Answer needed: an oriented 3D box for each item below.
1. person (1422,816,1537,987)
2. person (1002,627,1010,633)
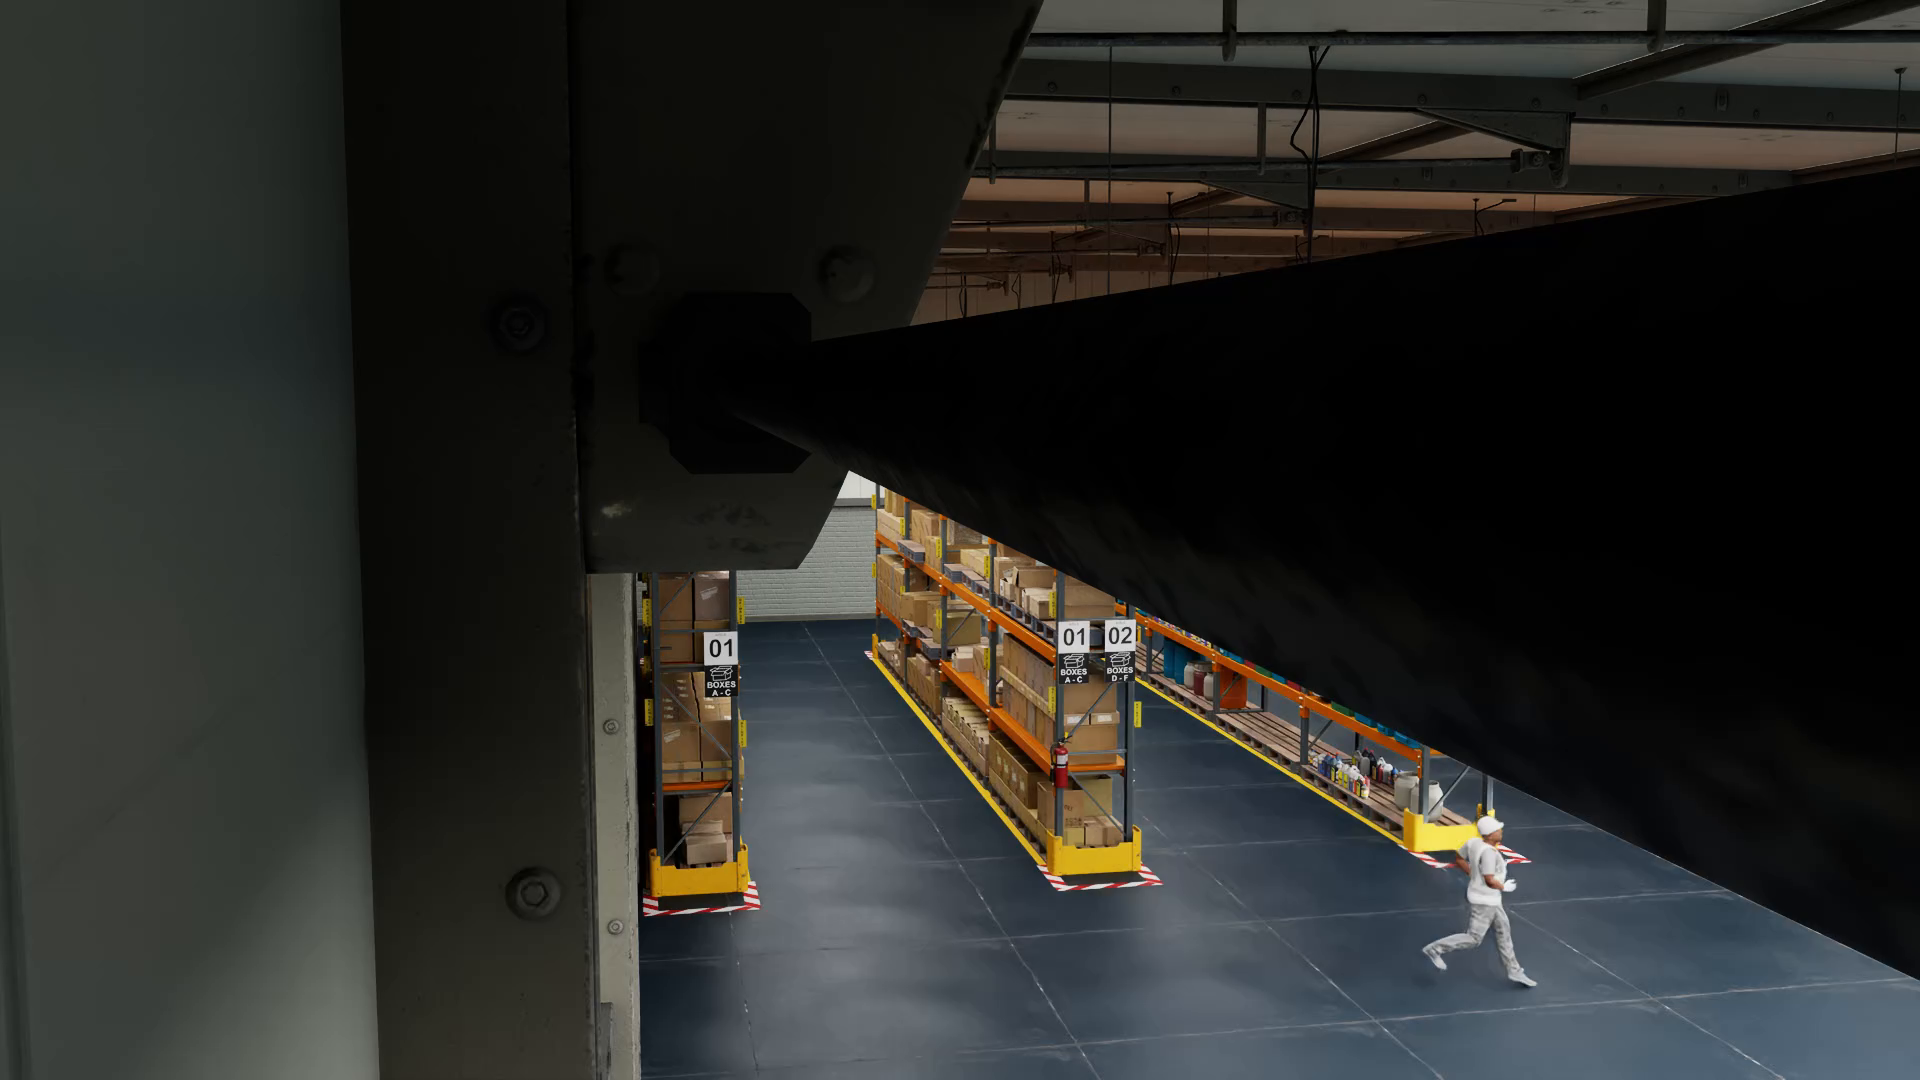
[{"bbox_3d":[5.347,3.709,17.024,1.161,1.783,0.647,1,6,12],"label":"person"},{"bbox_3d":[1.111,1.902,34.707,0.664,1.751,0.793,-2,6,-20],"label":"person"}]
